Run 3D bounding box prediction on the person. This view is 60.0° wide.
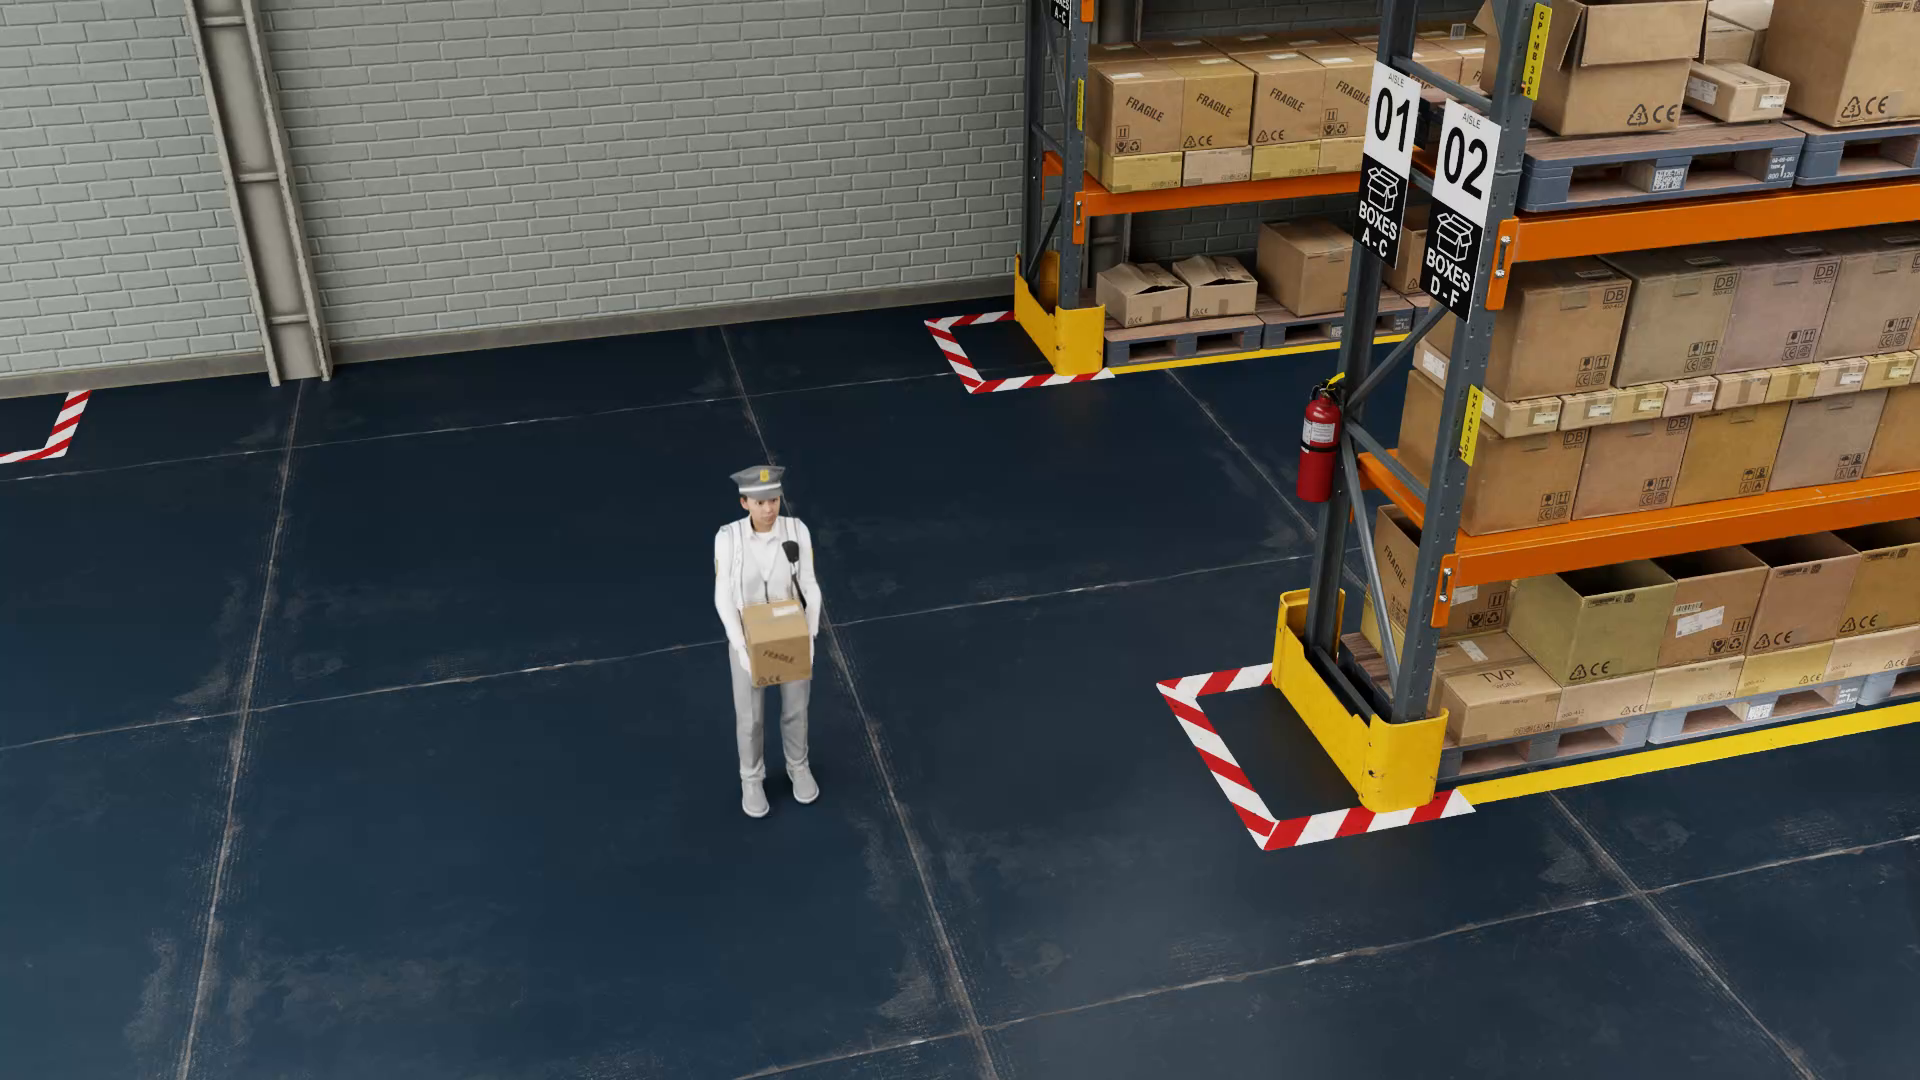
[{"bbox_3d":[-0.836,0.462,7.413,0.467,1.695,0.554,-8,31,-13],"label":"person"}]
